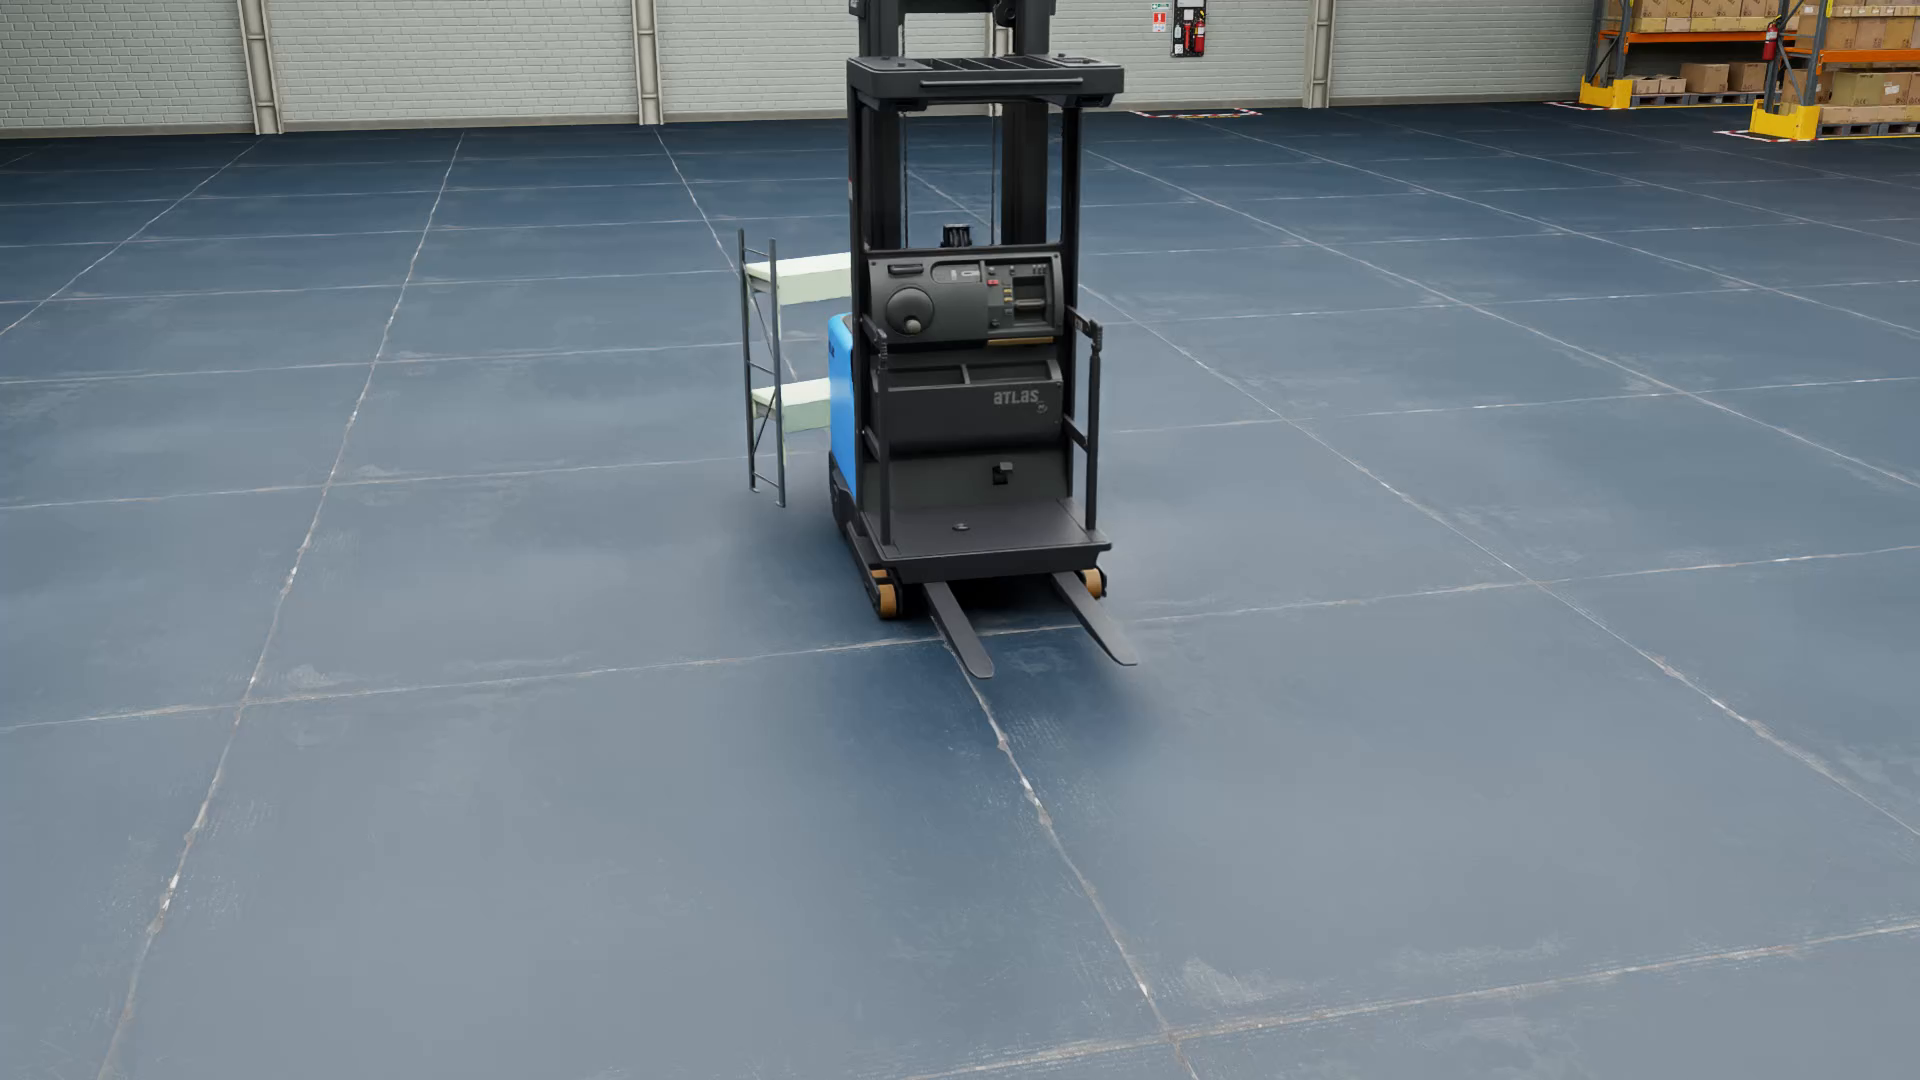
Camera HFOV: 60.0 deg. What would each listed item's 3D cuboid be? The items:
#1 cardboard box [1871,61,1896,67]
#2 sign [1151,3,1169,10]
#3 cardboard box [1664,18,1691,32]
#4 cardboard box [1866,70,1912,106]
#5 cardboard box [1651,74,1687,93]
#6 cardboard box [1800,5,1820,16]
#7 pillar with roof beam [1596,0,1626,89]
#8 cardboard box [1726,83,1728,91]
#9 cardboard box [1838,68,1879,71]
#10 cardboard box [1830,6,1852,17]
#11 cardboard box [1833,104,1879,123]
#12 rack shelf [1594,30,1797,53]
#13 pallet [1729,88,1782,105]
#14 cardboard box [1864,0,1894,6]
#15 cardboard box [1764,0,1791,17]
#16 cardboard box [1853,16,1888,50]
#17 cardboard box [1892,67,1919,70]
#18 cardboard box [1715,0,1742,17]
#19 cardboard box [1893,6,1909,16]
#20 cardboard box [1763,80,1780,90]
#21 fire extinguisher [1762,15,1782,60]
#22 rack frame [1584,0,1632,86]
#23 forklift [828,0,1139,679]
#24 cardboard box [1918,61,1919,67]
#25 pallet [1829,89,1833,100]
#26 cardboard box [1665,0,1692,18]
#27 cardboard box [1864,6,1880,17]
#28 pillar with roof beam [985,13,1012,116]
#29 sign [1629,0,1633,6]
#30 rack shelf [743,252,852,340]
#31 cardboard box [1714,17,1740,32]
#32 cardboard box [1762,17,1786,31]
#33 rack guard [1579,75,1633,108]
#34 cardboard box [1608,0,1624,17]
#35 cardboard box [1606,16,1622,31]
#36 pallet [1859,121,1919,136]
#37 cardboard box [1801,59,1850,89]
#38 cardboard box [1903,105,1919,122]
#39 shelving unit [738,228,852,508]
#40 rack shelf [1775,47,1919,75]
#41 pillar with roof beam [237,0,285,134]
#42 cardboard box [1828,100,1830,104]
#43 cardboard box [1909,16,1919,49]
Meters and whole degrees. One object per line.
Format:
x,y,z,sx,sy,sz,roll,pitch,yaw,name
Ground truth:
17.461,-8.962,31.913,0.500,0.500,0.700,-4,21,-12,cardboard box
3.533,-9.405,29.306,0.331,0.109,0.001,-5,21,-12,sign
12.909,-9.381,30.253,0.500,0.250,0.500,-5,21,-14,cardboard box
14.545,-7.117,26.178,0.500,0.500,0.500,-5,21,-12,cardboard box
13.108,-8.478,30.867,0.500,0.311,0.500,-3,20,-8,cardboard box
13.330,-8.252,25.892,0.250,0.149,0.380,-5,21,-13,cardboard box
13.332,-11.185,26.266,0.400,9.000,9.100,-5,21,-12,pillar with roof beam
14.190,-8.529,31.241,0.250,0.149,0.380,-6,21,-17,cardboard box
14.426,-7.291,26.653,0.500,0.500,0.500,-5,21,-12,cardboard box
13.434,-8.117,25.523,0.250,0.149,0.380,-5,21,-13,cardboard box
14.061,-6.721,26.189,0.500,0.250,0.500,-5,21,-12,cardboard box
13.805,-9.285,30.846,4.000,0.370,1.077,-5,21,-12,rack shelf
15.106,-8.406,31.456,1.213,0.211,1.003,-5,21,-12,pallet
14.022,-8.543,25.743,0.500,0.500,0.700,-5,21,-14,cardboard box
14.878,-9.889,30.550,0.500,0.500,0.500,-5,21,-13,cardboard box
13.970,-7.929,25.954,0.500,0.500,0.700,-4,21,-11,cardboard box
15.399,-7.370,26.870,0.500,0.500,0.500,-5,21,-12,cardboard box
13.880,-9.812,30.338,0.500,0.500,0.500,-4,20,-11,cardboard box
14.438,-8.199,25.748,0.250,0.149,0.380,-5,21,-14,cardboard box
15.238,-8.605,31.423,0.250,0.166,0.380,-7,21,-20,cardboard box
12.780,-7.916,26.176,0.183,0.674,0.296,-5,21,-12,fire extinguisher
11.859,-9.464,30.290,0.127,3.000,1.000,-5,21,-12,rack frame
0.080,-1.147,7.684,1.130,2.935,3.031,-4,21,-11,forklift
18.427,-9.054,32.164,0.500,0.500,0.700,-5,21,-13,cardboard box
16.509,-8.533,31.803,1.213,0.211,1.003,-5,21,-12,pallet
12.876,-9.728,30.109,0.500,0.500,0.500,-5,21,-12,cardboard box
13.933,-8.158,25.635,0.250,0.149,0.380,-5,21,-12,cardboard box
1.654,-10.235,23.673,0.400,9.000,9.100,-5,21,-12,pillar with roof beam
11.984,-9.689,29.645,0.005,0.325,0.100,-5,21,-12,sign
-0.794,-1.382,9.272,0.720,0.370,0.431,-13,24,-32,rack shelf
13.898,-9.459,30.464,0.500,0.250,0.500,-4,21,-12,cardboard box
14.874,-9.544,30.697,0.500,0.250,0.500,-5,21,-12,cardboard box
11.933,-8.296,30.736,0.348,0.500,1.175,-5,21,-12,rack guard
12.269,-9.864,30.479,0.500,0.500,0.500,-5,21,-13,cardboard box
12.269,-9.505,30.590,0.500,0.250,0.500,-4,21,-12,cardboard box
14.922,-6.667,26.707,1.213,0.211,1.003,-5,21,-12,pallet
16.464,-8.877,31.683,0.500,0.500,0.700,-4,20,-11,cardboard box
15.036,-6.799,26.400,0.500,0.250,0.500,-5,21,-12,cardboard box
-0.794,-1.016,9.406,0.755,1.500,0.431,-13,24,-32,shelving unit
14.949,-7.627,26.320,4.000,0.370,1.077,-5,21,-12,rack shelf
-10.024,-9.285,21.080,0.400,9.000,9.100,-5,21,-12,pillar with roof beam
13.940,-6.897,26.670,0.500,0.250,0.500,-5,21,-12,cardboard box
14.966,-8.009,26.173,0.500,0.500,0.700,-4,21,-11,cardboard box
